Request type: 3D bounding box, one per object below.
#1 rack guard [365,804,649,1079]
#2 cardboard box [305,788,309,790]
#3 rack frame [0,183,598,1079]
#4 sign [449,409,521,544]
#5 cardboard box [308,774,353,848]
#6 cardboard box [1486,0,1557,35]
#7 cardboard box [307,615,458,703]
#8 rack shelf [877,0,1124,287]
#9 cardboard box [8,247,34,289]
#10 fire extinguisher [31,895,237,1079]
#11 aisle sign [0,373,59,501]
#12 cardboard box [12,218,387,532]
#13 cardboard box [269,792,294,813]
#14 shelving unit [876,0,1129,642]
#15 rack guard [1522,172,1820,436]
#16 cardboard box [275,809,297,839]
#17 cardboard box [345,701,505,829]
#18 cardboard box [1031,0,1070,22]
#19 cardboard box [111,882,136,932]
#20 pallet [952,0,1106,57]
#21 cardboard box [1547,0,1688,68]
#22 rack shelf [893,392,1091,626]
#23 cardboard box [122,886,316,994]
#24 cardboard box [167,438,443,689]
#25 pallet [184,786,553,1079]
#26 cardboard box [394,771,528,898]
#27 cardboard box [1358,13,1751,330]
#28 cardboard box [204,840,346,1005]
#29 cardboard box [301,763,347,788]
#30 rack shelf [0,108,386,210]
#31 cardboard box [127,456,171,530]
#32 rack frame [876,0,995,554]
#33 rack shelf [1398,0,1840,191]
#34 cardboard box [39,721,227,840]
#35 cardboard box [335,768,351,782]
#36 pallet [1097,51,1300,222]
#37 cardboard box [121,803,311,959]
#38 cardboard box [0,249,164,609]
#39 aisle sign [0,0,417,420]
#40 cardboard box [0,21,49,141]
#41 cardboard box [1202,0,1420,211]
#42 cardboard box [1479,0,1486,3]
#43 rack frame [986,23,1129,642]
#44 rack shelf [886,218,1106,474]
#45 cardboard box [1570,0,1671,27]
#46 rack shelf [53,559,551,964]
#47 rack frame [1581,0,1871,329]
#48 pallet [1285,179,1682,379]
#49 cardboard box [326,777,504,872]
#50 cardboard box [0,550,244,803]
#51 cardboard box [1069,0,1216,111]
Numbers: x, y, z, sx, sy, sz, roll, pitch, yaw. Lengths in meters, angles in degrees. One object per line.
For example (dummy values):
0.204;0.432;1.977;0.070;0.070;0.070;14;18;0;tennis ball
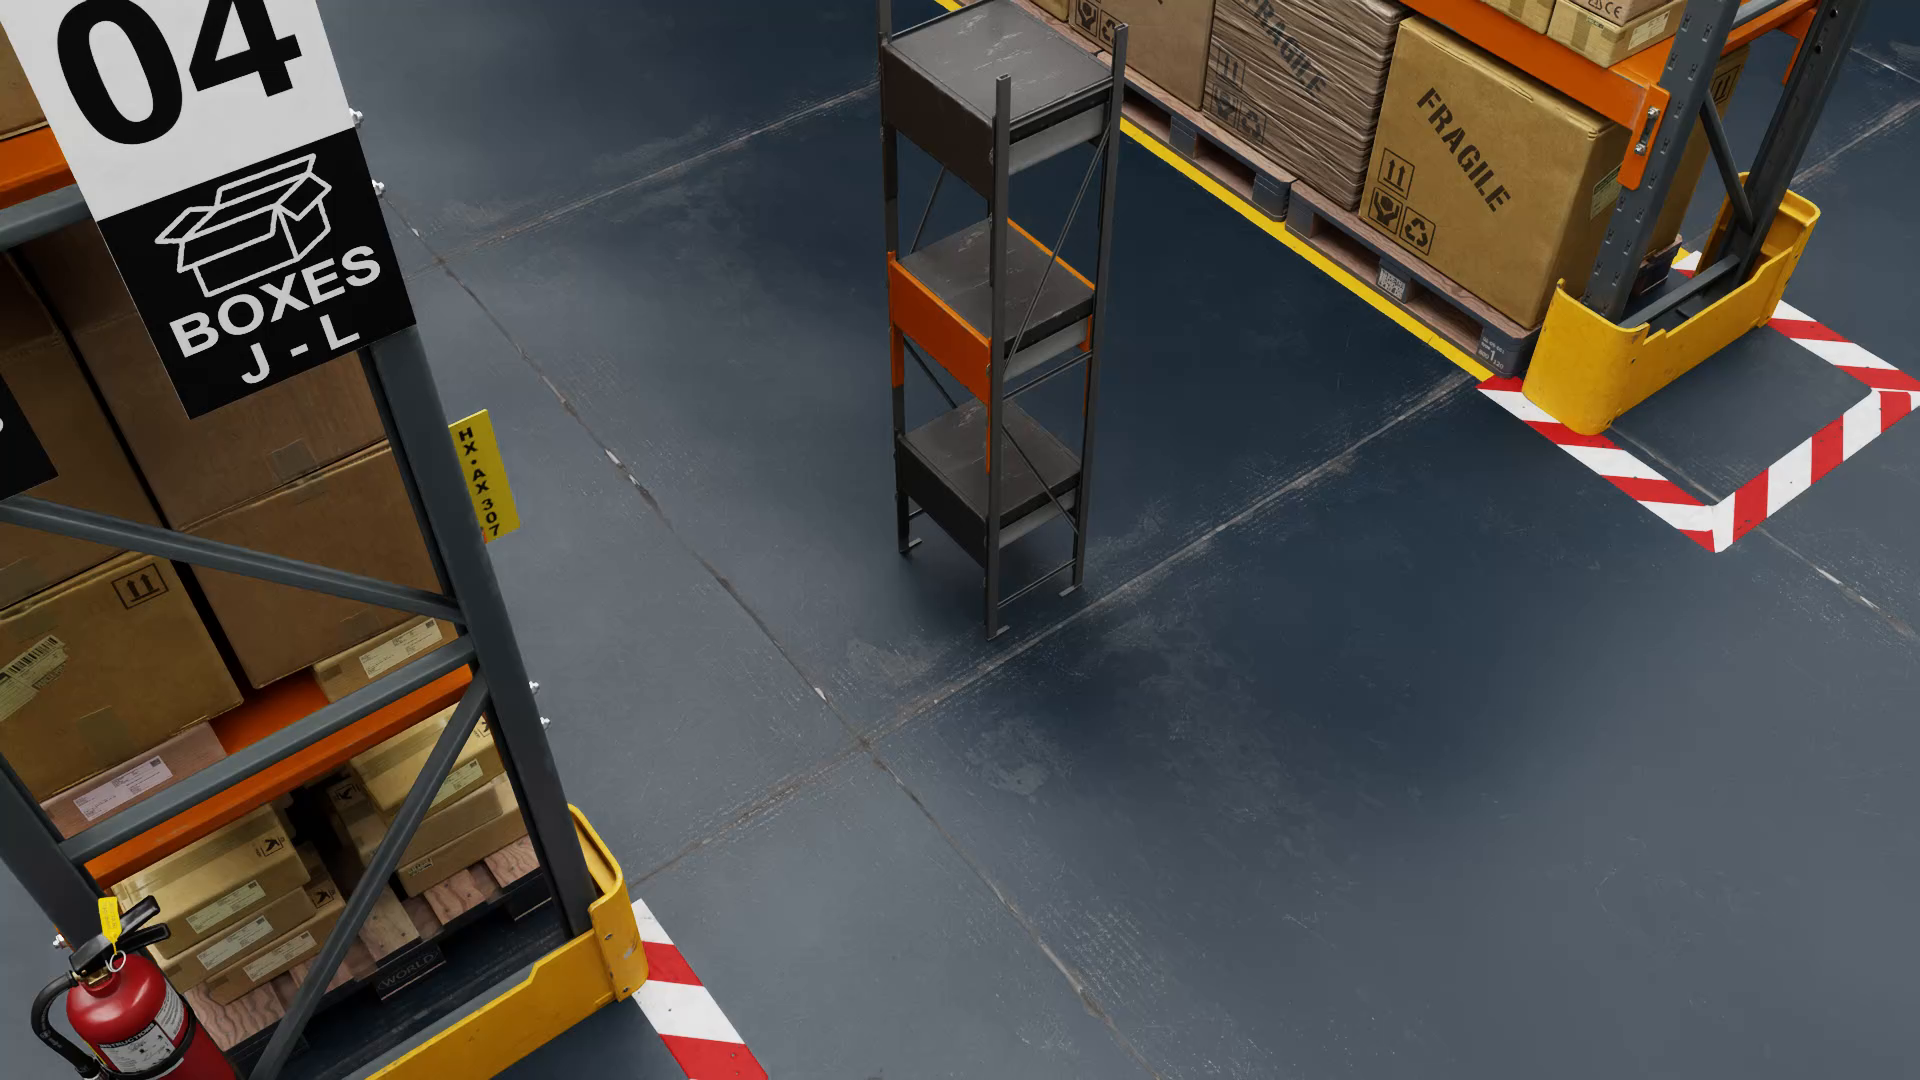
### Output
-1.413;1.213;4.313;1.175;0.500;0.348;-29;54;-24;rack guard
-1.809;0.522;4.893;0.380;0.149;0.250;-29;54;-24;cardboard box
-1.367;0.419;3.346;1.000;3.000;0.127;-29;54;-24;rack frame
-0.935;-0.116;3.246;0.100;0.325;0.005;-29;54;-24;sign
-1.653;0.665;4.763;0.380;0.149;0.250;-30;54;-24;cardboard box
2.005;-1.877;5.597;0.380;0.149;0.250;-29;54;-24;cardboard box
-1.302;0.165;3.745;0.380;0.149;0.250;-30;54;-24;cardboard box
0.100;-1.069;4.375;0.431;0.518;0.480;-29;54;-24;rack shelf
-1.738;-0.729;3.443;0.500;0.500;0.500;-28;54;-23;cardboard box
-1.582;0.925;3.190;0.296;0.674;0.183;-29;54;-24;fire extinguisher
-1.562;-0.277;2.222;0.394;0.787;0.004;-29;54;-24;aisle sign
-1.428;-0.435;3.176;0.500;0.500;0.500;-30;54;-24;cardboard box
-1.996;0.663;4.364;0.380;0.149;0.250;-28;54;-23;cardboard box
0.100;-0.608;4.884;0.431;2.100;0.503;-29;54;-24;shelving unit
2.656;-0.893;6.222;1.175;0.500;0.348;-29;54;-24;rack guard
-2.029;0.774;4.464;0.380;0.149;0.250;-31;55;-25;cardboard box
-1.414;0.574;4.444;0.380;0.149;0.250;-32;55;-26;cardboard box
0.556;-3.108;7.693;0.875;0.875;0.875;-29;54;-24;cardboard box
-2.088;0.912;4.539;0.380;0.149;0.250;-28;54;-23;cardboard box
0.618;-2.685;8.042;1.003;0.211;1.213;-29;54;-24;pallet
2.164;-1.725;5.458;0.380;0.149;0.250;-28;54;-23;cardboard box
0.100;-0.128;5.412;0.431;0.518;0.480;-29;54;-24;rack shelf
-1.914;0.952;4.302;0.380;0.149;0.250;-31;55;-25;cardboard box
-1.419;-0.104;3.551;0.500;0.500;0.500;-27;53;-22;cardboard box
-1.877;0.815;4.868;1.003;0.211;1.213;-29;54;-24;pallet
-1.429;0.783;4.657;0.380;0.149;0.250;-28;54;-23;cardboard box
2.190;-1.516;6.250;0.875;0.875;0.875;-29;54;-24;cardboard box
-1.852;1.018;4.443;0.380;0.149;0.250;-29;54;-23;cardboard box
-1.676;0.465;4.543;0.380;0.149;0.250;-28;54;-23;cardboard box
-2.578;-1.527;3.570;1.077;0.370;4.000;-29;54;-24;rack shelf
-1.763;-0.408;3.827;0.500;0.500;0.500;-29;54;-24;cardboard box
-0.048;-0.752;5.014;0.400;2.100;0.015;-29;54;-24;rack frame
1.431;-2.684;6.645;1.077;0.370;4.000;-29;54;-24;rack shelf
-1.789;0.437;3.498;0.380;0.149;0.250;-29;54;-24;cardboard box
-1.601;0.524;4.690;0.380;0.149;0.250;-30;54;-24;cardboard box
1.361;-1.965;7.389;1.003;0.211;1.213;-29;54;-24;pallet
-1.889;0.837;4.206;0.380;0.149;0.250;-29;54;-24;cardboard box
-1.842;-0.209;2.972;0.500;0.500;0.500;-30;55;-25;cardboard box
-1.084;-0.546;2.466;0.394;0.787;0.004;-29;54;-24;aisle sign
-1.435;-0.918;2.634;0.500;0.250;0.500;-28;53;-23;cardboard box
1.639;-2.052;6.737;0.875;0.875;0.875;-29;54;-24;cardboard box
1.853;-2.026;5.732;0.380;0.149;0.250;-29;54;-24;cardboard box
0.248;-0.464;4.753;0.400;2.100;0.015;-29;54;-24;rack frame
0.100;-0.598;4.894;0.431;0.518;0.480;-29;54;-24;rack shelf
2.137;-1.963;5.405;0.500;0.250;0.500;-30;55;-25;cardboard box
-2.578;-0.519;4.681;1.077;0.370;4.000;-29;54;-24;rack shelf
2.642;-1.747;5.309;1.000;3.000;0.127;-29;54;-24;rack frame
2.095;-1.247;6.738;1.003;0.211;1.213;-29;54;-24;pallet
-1.480;0.711;4.521;0.380;0.149;0.250;-27;53;-23;cardboard box
-1.844;0.136;3.334;0.500;0.500;0.500;-28;54;-23;cardboard box
1.101;-2.577;7.212;0.875;0.875;0.875;-29;54;-24;cardboard box
